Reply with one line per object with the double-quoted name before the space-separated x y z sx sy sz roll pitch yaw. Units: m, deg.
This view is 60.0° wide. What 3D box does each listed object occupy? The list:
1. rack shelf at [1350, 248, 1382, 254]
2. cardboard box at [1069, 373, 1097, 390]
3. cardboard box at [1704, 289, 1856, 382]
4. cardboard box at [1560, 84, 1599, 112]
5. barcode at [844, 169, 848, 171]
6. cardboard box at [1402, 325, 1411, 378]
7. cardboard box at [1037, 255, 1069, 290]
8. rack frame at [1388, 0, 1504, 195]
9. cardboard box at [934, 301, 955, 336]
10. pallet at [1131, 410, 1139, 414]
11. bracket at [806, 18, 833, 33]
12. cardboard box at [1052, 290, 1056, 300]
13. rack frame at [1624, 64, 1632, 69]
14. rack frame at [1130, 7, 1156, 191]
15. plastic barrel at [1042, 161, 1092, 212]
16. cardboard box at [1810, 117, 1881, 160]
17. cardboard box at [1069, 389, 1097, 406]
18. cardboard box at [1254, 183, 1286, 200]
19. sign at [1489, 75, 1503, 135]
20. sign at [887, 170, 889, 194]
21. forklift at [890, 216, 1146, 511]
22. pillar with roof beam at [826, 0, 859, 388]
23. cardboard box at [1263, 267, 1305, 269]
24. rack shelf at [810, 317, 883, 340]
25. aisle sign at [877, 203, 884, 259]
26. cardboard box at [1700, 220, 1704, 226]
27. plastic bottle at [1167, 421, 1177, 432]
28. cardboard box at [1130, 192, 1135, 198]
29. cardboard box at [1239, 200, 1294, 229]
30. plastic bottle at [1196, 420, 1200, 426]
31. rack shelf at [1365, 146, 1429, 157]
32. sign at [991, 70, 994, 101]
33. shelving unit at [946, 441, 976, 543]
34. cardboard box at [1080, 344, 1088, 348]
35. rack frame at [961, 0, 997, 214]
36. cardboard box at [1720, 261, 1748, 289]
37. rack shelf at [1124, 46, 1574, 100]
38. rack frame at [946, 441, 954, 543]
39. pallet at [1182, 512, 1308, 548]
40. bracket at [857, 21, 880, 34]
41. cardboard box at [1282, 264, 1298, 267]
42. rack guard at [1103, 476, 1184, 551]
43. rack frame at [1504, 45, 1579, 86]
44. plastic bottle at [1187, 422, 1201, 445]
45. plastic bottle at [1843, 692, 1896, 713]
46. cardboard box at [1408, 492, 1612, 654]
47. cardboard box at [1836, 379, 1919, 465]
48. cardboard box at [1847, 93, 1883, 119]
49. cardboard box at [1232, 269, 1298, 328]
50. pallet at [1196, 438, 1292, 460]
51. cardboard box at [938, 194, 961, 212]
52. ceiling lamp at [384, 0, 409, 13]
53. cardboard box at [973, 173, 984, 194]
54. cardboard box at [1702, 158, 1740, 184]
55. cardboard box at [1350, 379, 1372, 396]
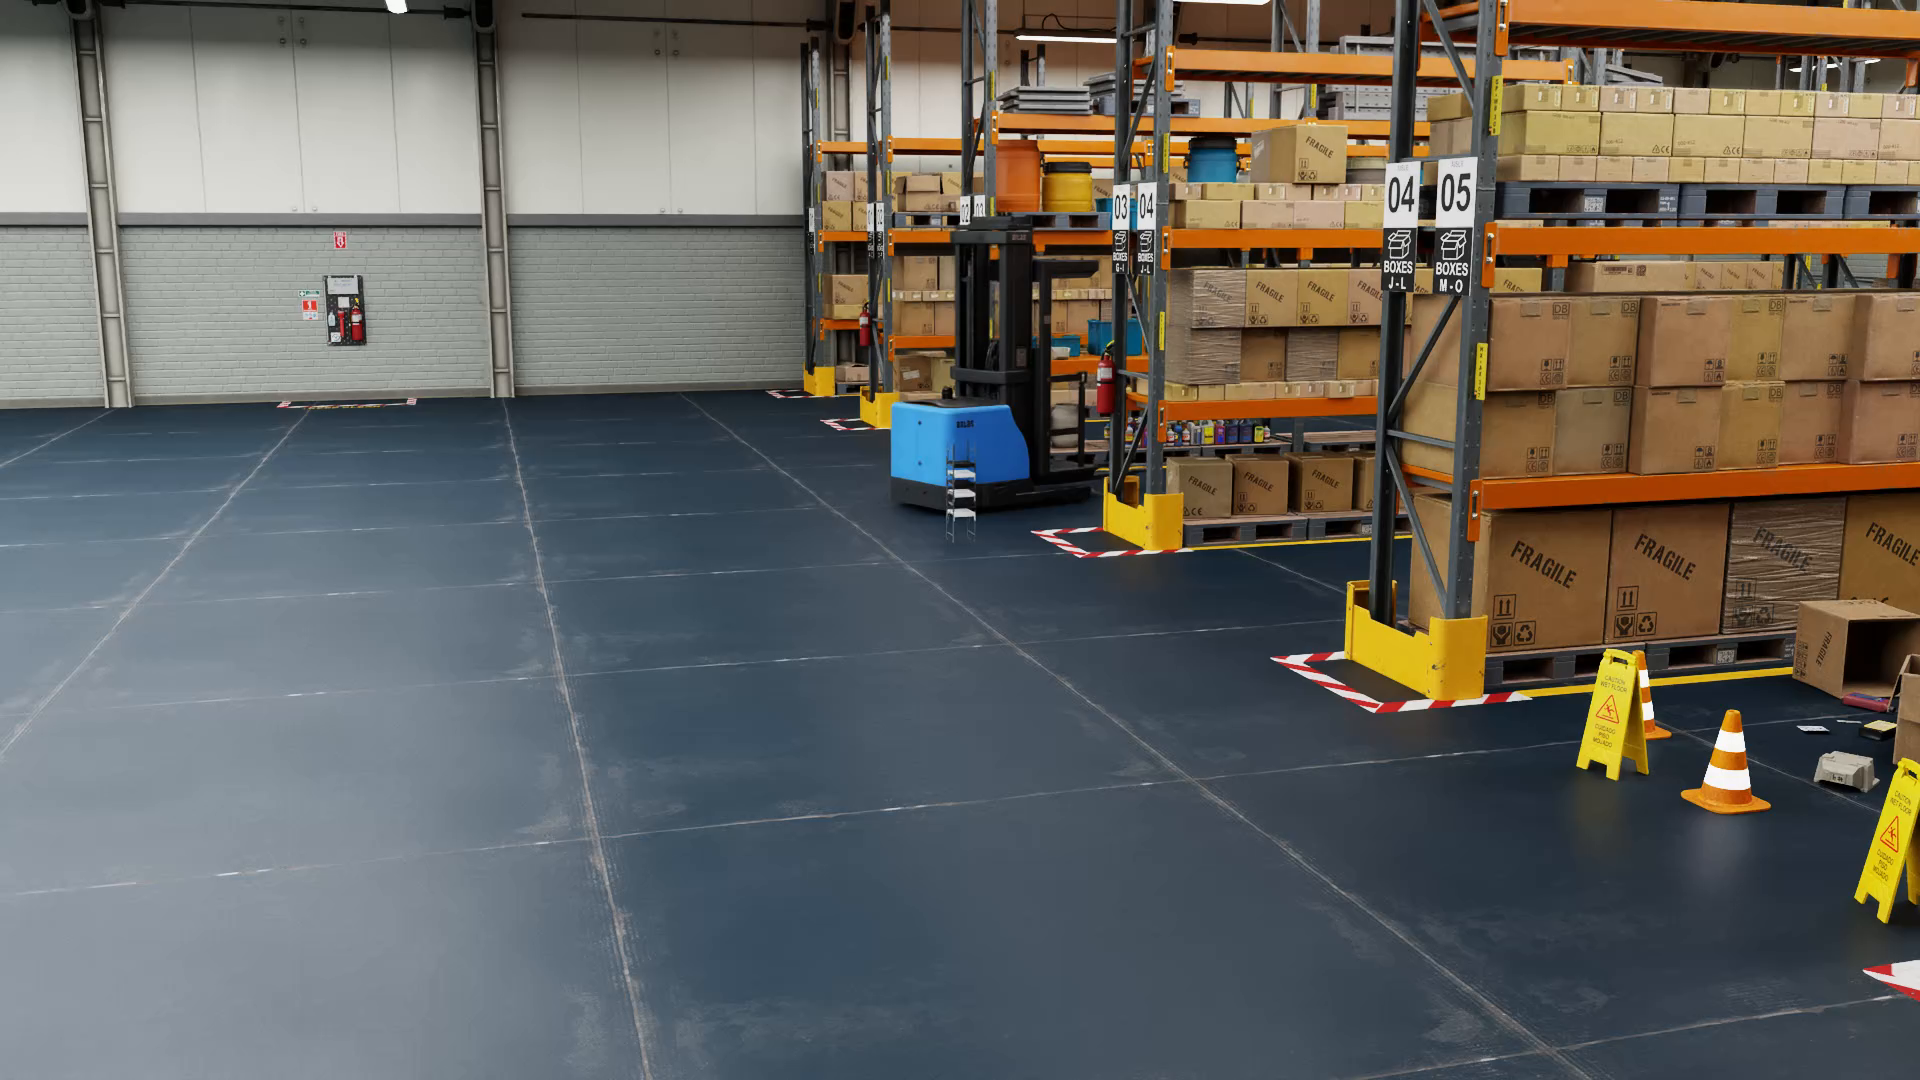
"rack shelf" 4.594 -4.630 25.815 4.000 0.370 1.077 -3 11 -16
"cardboard box" 1.806 -2.545 25.154 0.500 0.500 0.500 -3 11 -16
"cardboard box" 5.312 -1.358 10.945 0.550 0.550 0.875 -3 11 -16
"cardboard box" 3.538 -2.588 9.796 0.250 0.149 0.380 -3 11 -16
"barcode" -2.013 -6.499 29.290 0.075 0.075 0.001 -3 11 -16
"cardboard box" 4.048 -1.806 15.678 0.500 0.500 0.875 -3 11 -16
"cardboard box" 1.283 -4.020 24.940 0.500 0.500 0.700 -3 11 -16
"rack frame" 2.888 -3.565 9.762 0.127 3.000 1.000 -3 11 -16
"cardboard box" -0.212 -3.303 24.628 0.500 0.500 0.700 -3 11 -14
"pallet" 3.370 -2.080 25.963 1.213 0.211 1.003 -3 11 -16
"bracket" -2.424 -8.889 28.739 0.430 0.232 0.235 -3 11 -16
"cardboard box" 1.253 -3.660 24.779 0.250 0.149 0.380 -3 11 -14
"rack frame" 12.807 -7.826 32.904 0.127 3.000 1.000 -3 11 -16
"rack frame" 2.674 -6.357 24.928 0.127 3.000 1.000 -3 11 -16
"plastic barrel" 1.273 -4.197 19.800 0.600 0.588 0.600 0 10 0
"cardboard box" 5.361 -2.501 10.421 0.500 0.250 0.500 -3 11 -16
"cardboard box" 1.807 -2.176 25.220 0.500 0.250 0.500 -3 11 -16
"cardboard box" 2.693 -3.085 14.753 0.250 0.149 0.380 -3 11 -14
"sign" 3.037 -2.462 9.422 0.005 0.325 0.100 -3 11 -16
"sign" -1.018 -5.052 23.488 0.005 0.325 0.100 -3 11 -16
"forklift" 0.754 -1.893 17.435 3.031 2.935 1.130 -8 13 -37
"pillar with roof beam" -0.922 -6.453 25.450 0.548 9.000 9.100 -3 11 -16
"cardboard box" 3.016 -2.291 15.553 0.500 0.500 0.500 -3 11 -16
"rack shelf" -0.635 -3.813 29.663 4.000 0.370 1.077 -3 11 -16
"aisle sign" -1.145 -4.426 23.829 0.004 0.787 0.394 -3 11 -16
"cardboard box" 7.773 -3.255 16.778 0.500 0.250 0.500 -3 11 -15
"plastic bottle" 2.640 -1.398 20.868 0.135 0.276 0.152 -3 11 -16
"cardboard box" 3.017 -6.075 30.243 0.500 0.500 0.500 -3 11 -18
"cardboard box" 2.627 -2.890 14.795 0.500 0.250 0.500 -3 11 -17
"plastic bottle" 2.969 -1.334 20.498 0.133 0.283 0.061 -3 11 -16
"rack shelf" 8.434 -6.110 26.679 4.000 0.370 1.077 -3 11 -16
"sign" 0.363 -5.095 18.649 0.005 0.325 0.100 -3 11 -16
"shelving unit" 0.008 -0.443 15.171 0.210 0.900 0.258 -3 11 -16
"cardboard box" 2.409 -3.687 30.609 0.500 0.250 0.500 -3 11 -17
"rack frame" 0.214 -5.294 19.150 0.127 3.000 1.000 -3 11 -16
"cardboard box" 12.863 -4.432 28.002 0.500 0.500 0.500 -3 11 -14
"rack shelf" 3.519 -4.178 15.089 4.000 0.370 1.077 -3 11 -16
"rack frame" -0.090 -0.438 15.143 0.006 0.900 0.240 -3 11 -16
"pallet" 2.461 -0.150 15.480 1.213 0.211 1.003 -3 11 -16
"bracket" -1.627 -8.931 28.968 0.430 0.232 0.235 -3 11 -16
"cardboard box" 6.150 -5.050 31.172 0.500 0.250 0.500 -3 11 -17
"rack guard" 1.671 -0.257 15.264 0.348 0.500 1.175 -3 11 -16
"rack frame" 5.439 -4.635 15.573 0.127 3.000 1.000 -3 11 -16
"plastic bottle" 2.865 -1.306 20.368 0.135 0.276 0.152 -3 11 -15
"plastic bottle" 5.397 0.966 9.832 0.133 0.061 0.283 -8 13 -36
"cardboard box" 3.520 0.178 10.708 0.875 0.875 0.875 -3 11 -16
"cardboard box" 5.855 -0.839 11.106 0.550 0.550 0.875 -3 11 -16
"cardboard box" 5.493 -2.691 10.356 0.250 0.149 0.380 -3 11 -16
"cardboard box" 2.685 -2.174 14.915 0.500 0.500 0.500 -3 11 -16
"pallet" 3.398 -1.148 20.900 1.213 0.211 1.003 -3 11 -16
"cardboard box" -0.135 -4.985 24.629 0.500 0.250 0.500 -3 11 -16
"ceiling lamp" -7.916 -8.832 22.247 0.800 3.185 2.000 -3 11 -16
"cardboard box" 0.354 -6.192 29.220 0.500 0.500 0.500 -2 11 -13
"cardboard box" 4.518 -2.248 10.148 0.250 0.149 0.380 -3 11 -16
"cardboard box" 3.609 -1.426 15.407 0.250 0.149 0.380 -3 11 -16
